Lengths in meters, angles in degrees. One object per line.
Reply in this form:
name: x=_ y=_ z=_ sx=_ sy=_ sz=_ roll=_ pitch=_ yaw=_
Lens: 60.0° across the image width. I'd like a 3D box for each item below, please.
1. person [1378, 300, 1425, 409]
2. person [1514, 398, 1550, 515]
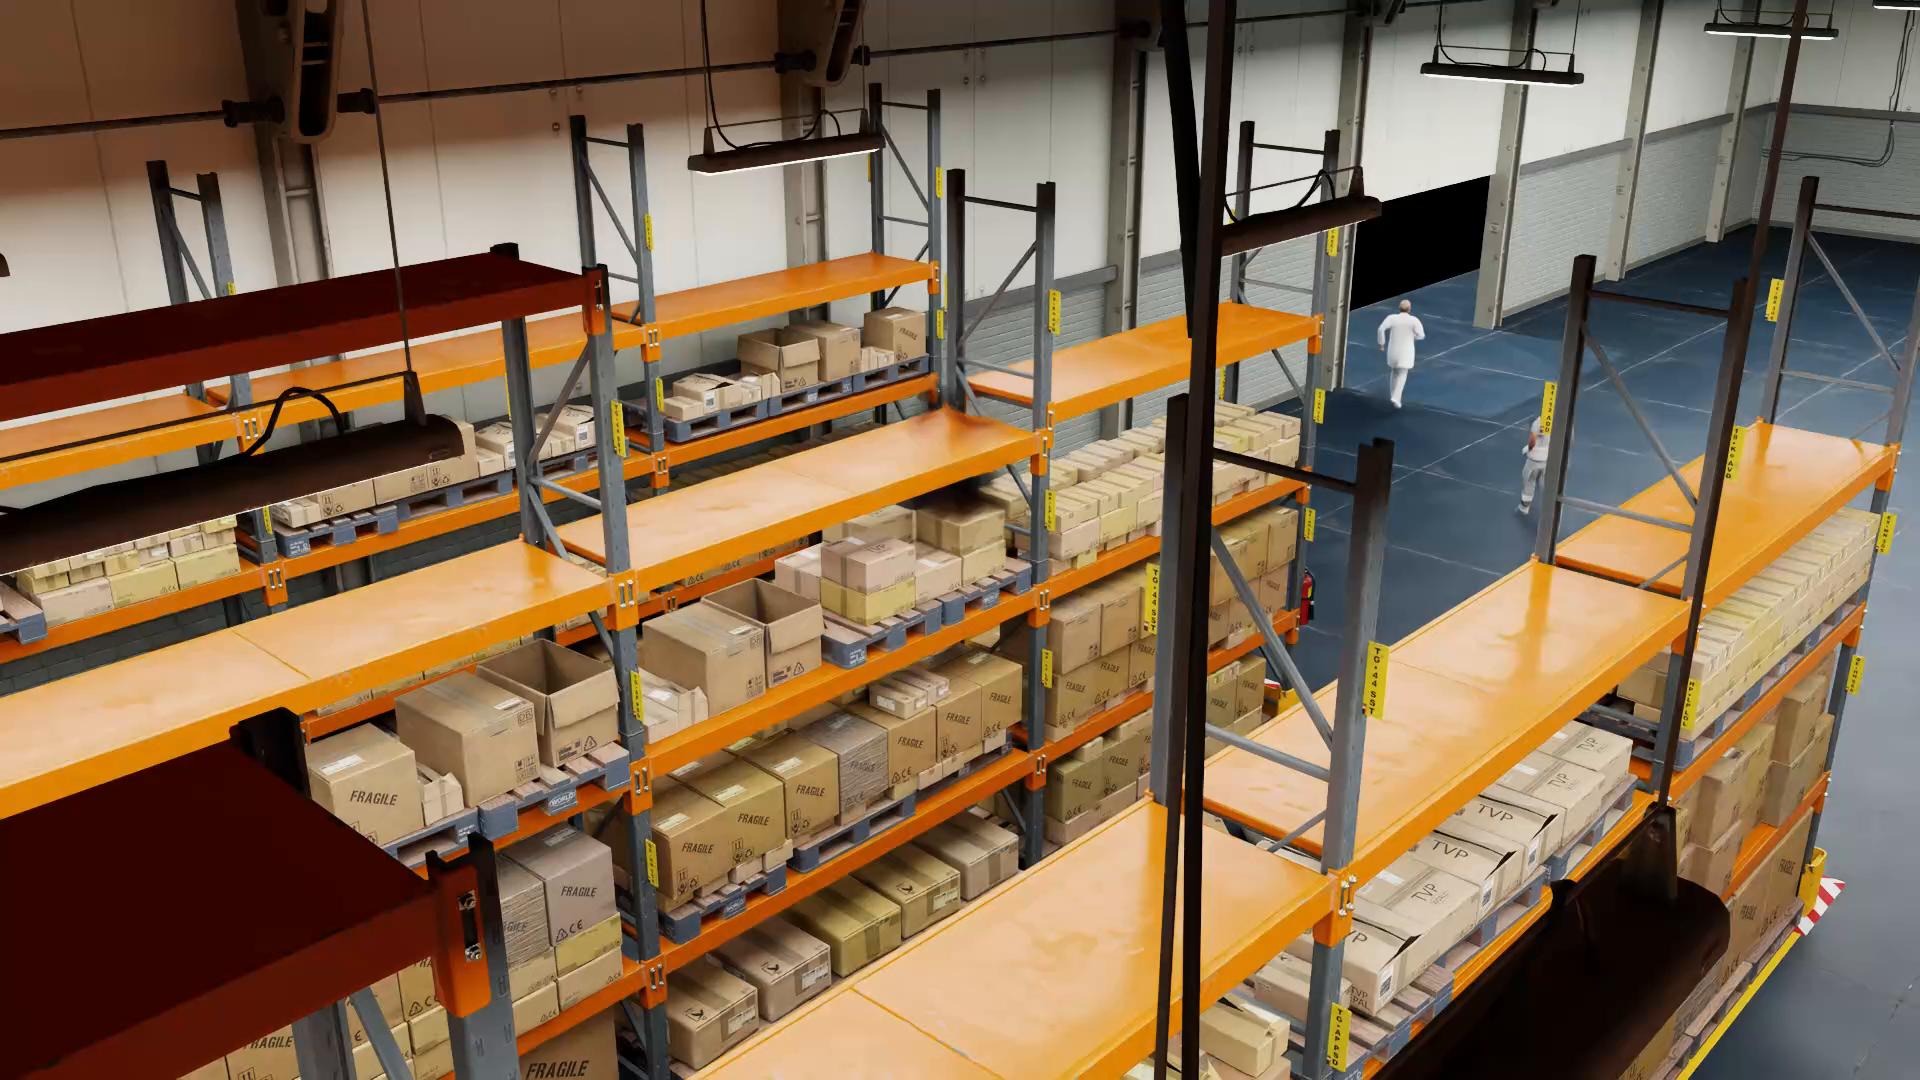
person: x=7.251 y=-3.065 z=27.422 sx=0.736 sy=1.800 sz=0.953 roll=10 pitch=23 yaw=24
person: x=7.797 y=-1.112 z=22.258 sx=0.656 sy=1.714 sz=0.947 roll=-2 pitch=21 yaw=-6
